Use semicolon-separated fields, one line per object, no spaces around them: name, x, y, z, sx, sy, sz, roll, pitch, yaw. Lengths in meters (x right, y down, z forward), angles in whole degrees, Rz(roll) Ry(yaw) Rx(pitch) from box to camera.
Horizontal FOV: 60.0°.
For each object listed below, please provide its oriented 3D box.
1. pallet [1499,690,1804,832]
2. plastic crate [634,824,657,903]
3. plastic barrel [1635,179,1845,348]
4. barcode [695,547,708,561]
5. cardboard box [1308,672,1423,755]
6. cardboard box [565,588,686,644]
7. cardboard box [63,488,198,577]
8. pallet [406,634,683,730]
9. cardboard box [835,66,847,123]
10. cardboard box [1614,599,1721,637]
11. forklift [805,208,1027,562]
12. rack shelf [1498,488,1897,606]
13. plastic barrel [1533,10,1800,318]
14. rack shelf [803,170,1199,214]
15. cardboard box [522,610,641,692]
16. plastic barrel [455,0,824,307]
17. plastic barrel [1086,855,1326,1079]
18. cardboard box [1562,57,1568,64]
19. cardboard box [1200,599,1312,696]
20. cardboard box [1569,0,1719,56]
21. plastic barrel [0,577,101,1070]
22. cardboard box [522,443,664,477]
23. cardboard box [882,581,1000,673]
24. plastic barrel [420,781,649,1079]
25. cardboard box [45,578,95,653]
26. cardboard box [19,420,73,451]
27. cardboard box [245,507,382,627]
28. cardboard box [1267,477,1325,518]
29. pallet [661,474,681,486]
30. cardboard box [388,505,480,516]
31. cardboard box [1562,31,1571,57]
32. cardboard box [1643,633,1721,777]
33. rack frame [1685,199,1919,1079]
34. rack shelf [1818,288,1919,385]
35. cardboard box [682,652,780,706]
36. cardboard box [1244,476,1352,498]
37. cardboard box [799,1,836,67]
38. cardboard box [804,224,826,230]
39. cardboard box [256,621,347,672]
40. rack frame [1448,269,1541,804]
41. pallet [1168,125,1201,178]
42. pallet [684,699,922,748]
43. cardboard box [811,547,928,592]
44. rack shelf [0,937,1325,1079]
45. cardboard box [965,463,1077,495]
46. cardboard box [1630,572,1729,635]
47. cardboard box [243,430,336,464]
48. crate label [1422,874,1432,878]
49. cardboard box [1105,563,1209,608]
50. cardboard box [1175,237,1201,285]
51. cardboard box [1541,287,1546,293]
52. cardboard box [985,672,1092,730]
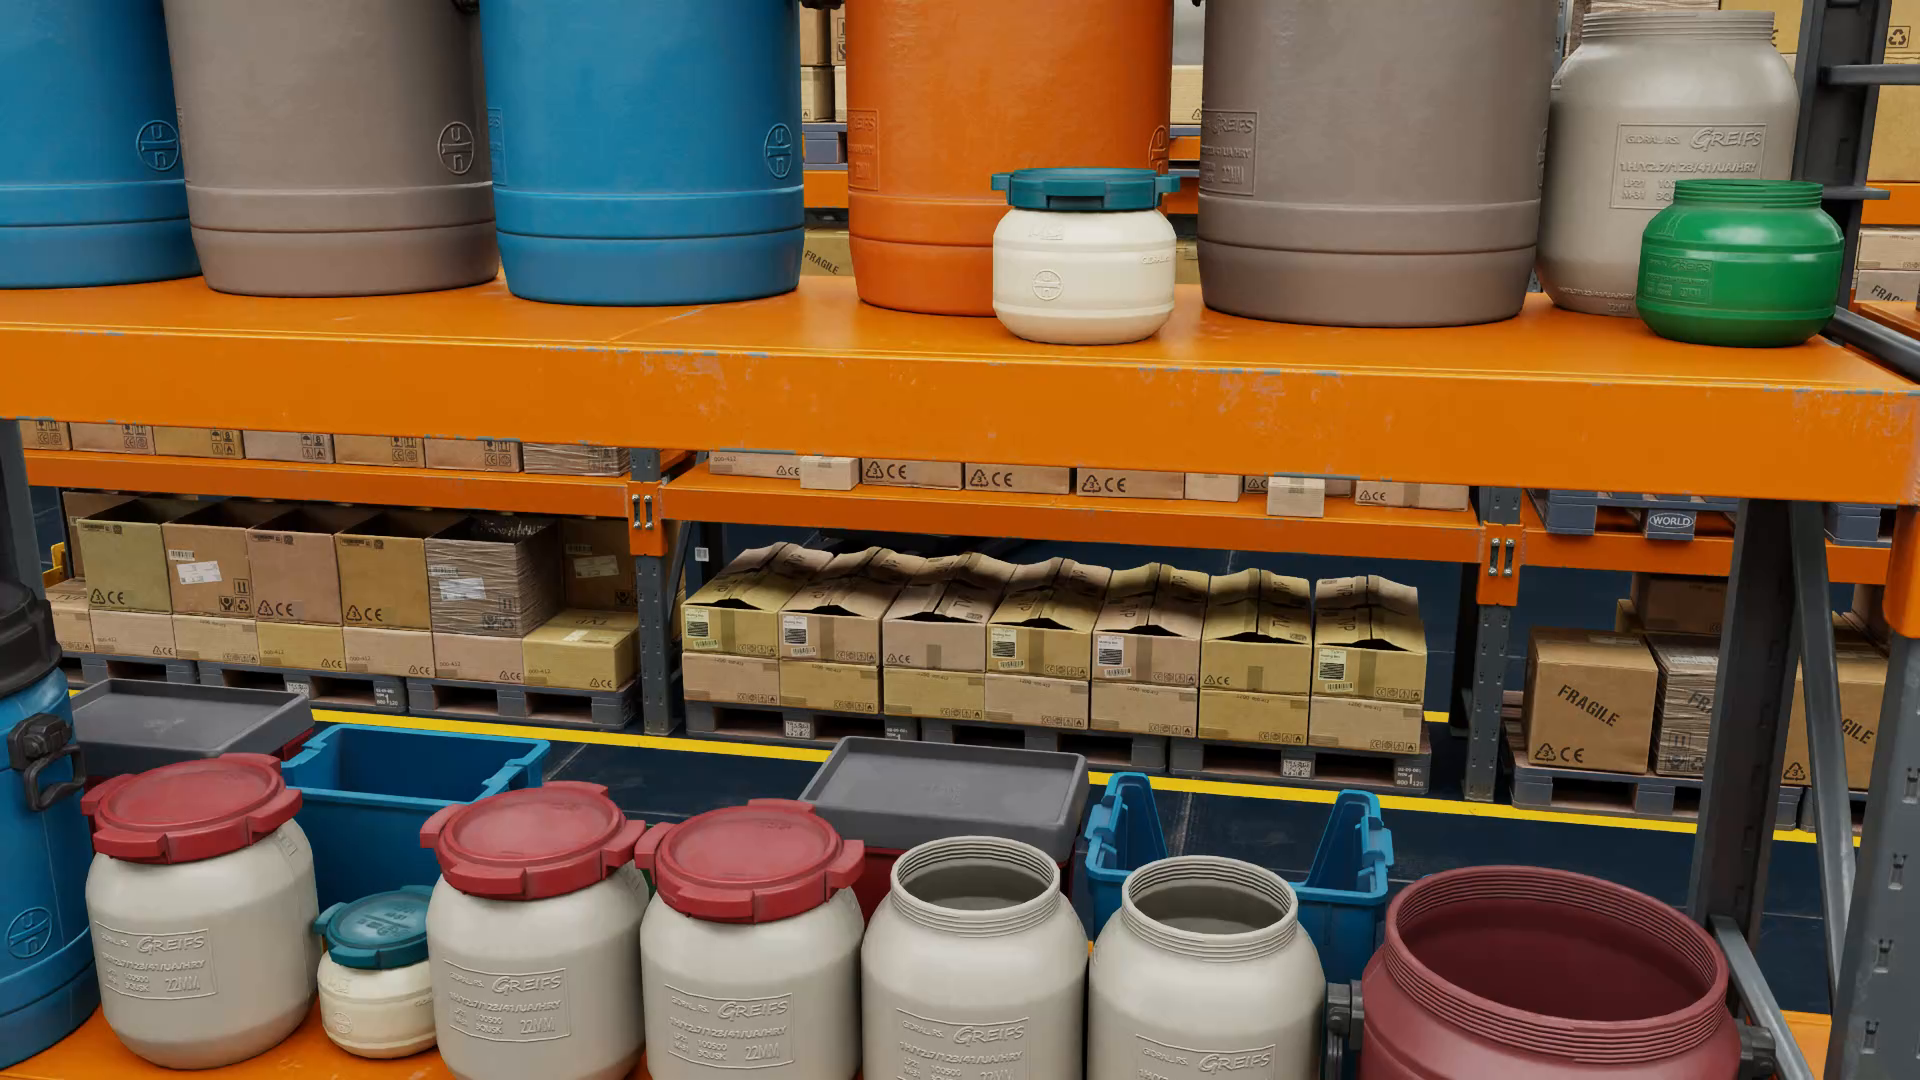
pallet;3.207;1.024;7.899;1.213;0.211;1.003;3;16;11
plastic crate;-0.665;0.835;3.757;0.662;0.188;0.450;3;16;11
plastic barrel;1.239;-0.444;2.648;0.294;0.245;0.294;0;15;0
barcode;-1.270;0.070;8.179;0.075;0.075;0.001;3;16;11
cardboard box;1.918;0.789;7.887;0.500;0.250;0.500;3;16;12
cardboard box;-1.831;0.437;9.160;0.500;0.250;0.500;3;16;11
cardboard box;-4.772;-0.083;9.631;0.500;0.500;0.500;3;16;11
pallet;-2.208;0.709;9.038;1.213;0.211;1.003;3;16;11
cardboard box;-0.297;-2.094;7.807;0.500;0.250;0.500;2;16;6
cardboard box;3.446;0.612;8.023;0.500;0.500;0.500;4;16;13
forklift;-0.315;-1.268;11.078;1.130;2.935;3.031;9;18;29
rack shelf;4.442;0.084;7.418;4.000;0.370;1.077;3;16;11
plastic barrel;1.248;-0.670;2.962;0.421;0.512;0.421;0;15;0
rack shelf;0.523;-1.574;7.785;4.000;0.370;1.077;3;16;11
cardboard box;-1.935;0.573;8.668;0.500;0.250;0.500;3;16;11
plastic barrel;-0.605;-0.934;3.186;0.708;0.901;0.600;3;16;11
plastic barrel;0.441;0.874;3.010;0.421;0.512;0.421;0;15;0
cardboard box;2.917;-1.849;7.240;0.500;0.500;0.910;3;16;11
cardboard box;1.409;0.494;7.904;0.500;0.311;0.500;3;16;10
cardboard box;2.909;-2.320;7.069;0.500;0.500;0.500;3;16;11
plastic barrel;-2.110;0.572;3.370;0.708;0.901;0.600;3;16;11
cardboard box;-1.873;-0.652;8.540;0.500;0.500;0.700;3;16;10
cardboard box;-0.085;0.413;8.196;0.500;0.311;0.500;3;16;9
plastic barrel;-0.815;0.795;3.247;0.433;0.535;0.433;0;15;0
cardboard box;-4.876;0.415;9.240;0.500;0.250;0.500;3;16;11
cardboard box;-4.902;-0.815;9.127;0.500;0.500;0.700;3;16;11
cardboard box;-3.407;0.134;8.849;0.500;0.500;0.500;3;16;11
cardboard box;1.546;-0.224;7.651;0.250;0.149;0.380;3;16;11
pallet;-2.318;-0.625;13.853;1.213;0.211;1.003;3;16;11
cardboard box;-2.809;0.020;9.261;0.500;0.500;0.500;3;16;11
cardboard box;4.482;-3.346;11.821;0.500;0.500;0.700;2;16;8
cardboard box;3.386;0.749;7.528;0.500;0.500;0.500;3;16;9
rack frame;1.492;0.926;3.029;0.127;3.000;1.000;3;16;11
rack shelf;3.452;-0.066;2.340;4.000;0.370;1.077;3;16;11
cardboard box;-1.091;0.627;8.474;0.500;0.250;0.500;3;16;10
cardboard box;1.645;-0.424;8.072;0.500;0.311;0.500;3;16;10
cardboard box;-0.841;-2.476;7.782;0.500;0.500;0.500;3;16;12
cardboard box;-1.379;-2.285;13.460;0.500;0.500;0.500;3;16;11
cardboard box;-3.406;0.495;8.950;0.500;0.250;0.500;3;16;11
rack frame;2.482;-0.369;7.706;0.127;3.000;1.000;3;16;11
pallet;0.703;-1.795;7.588;1.213;0.211;1.003;4;16;14
pallet;-0.708;0.791;8.742;1.213;0.211;1.003;3;16;11
cardboard box;-0.472;0.243;8.809;0.500;0.311;0.500;4;16;13
rack shelf;-0.468;1.167;3.509;4.000;0.370;1.077;3;16;11
cardboard box;0.319;-0.530;8.100;0.500;0.500;0.500;3;16;11
cardboard box;3.502;0.252;7.916;0.500;0.250;0.500;4;16;13
cardboard box;-3.385;-0.733;8.832;0.500;0.500;0.700;4;16;13
crate label;1.154;0.887;3.486;0.416;0.233;0.303;3;16;11
cardboard box;1.012;0.325;8.513;0.500;0.311;0.500;3;16;10
cardboard box;1.778;-2.008;12.612;0.500;0.500;0.700;3;16;11
cardboard box;4.402;-1.743;11.885;0.500;0.500;0.500;4;16;13
cardboard box;0.416;0.709;8.179;0.500;0.250;0.500;3;16;12
